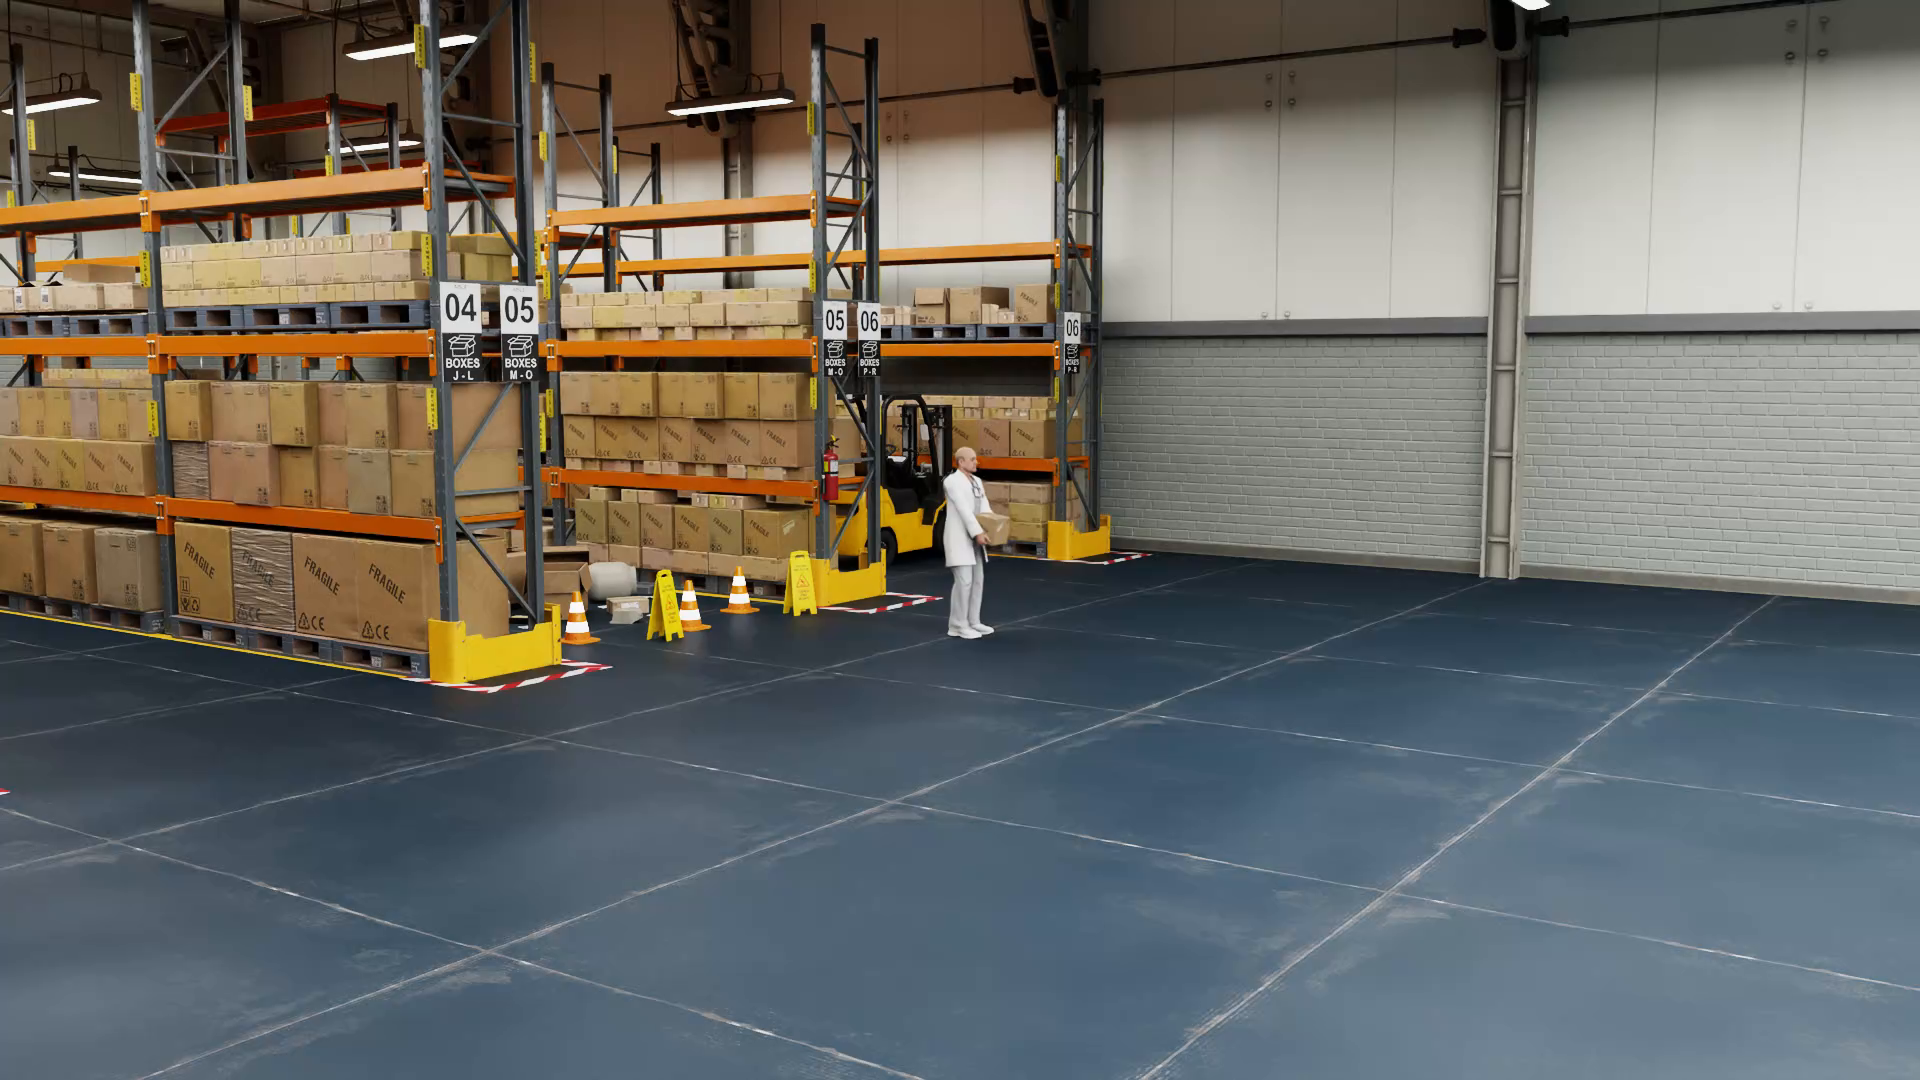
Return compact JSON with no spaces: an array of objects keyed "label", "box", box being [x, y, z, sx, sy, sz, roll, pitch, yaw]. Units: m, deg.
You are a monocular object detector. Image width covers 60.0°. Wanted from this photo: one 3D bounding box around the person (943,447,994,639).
[{"label":"person","box":[0.129,0.022,15.580,0.555,1.780,0.524,4,7,33]}]
